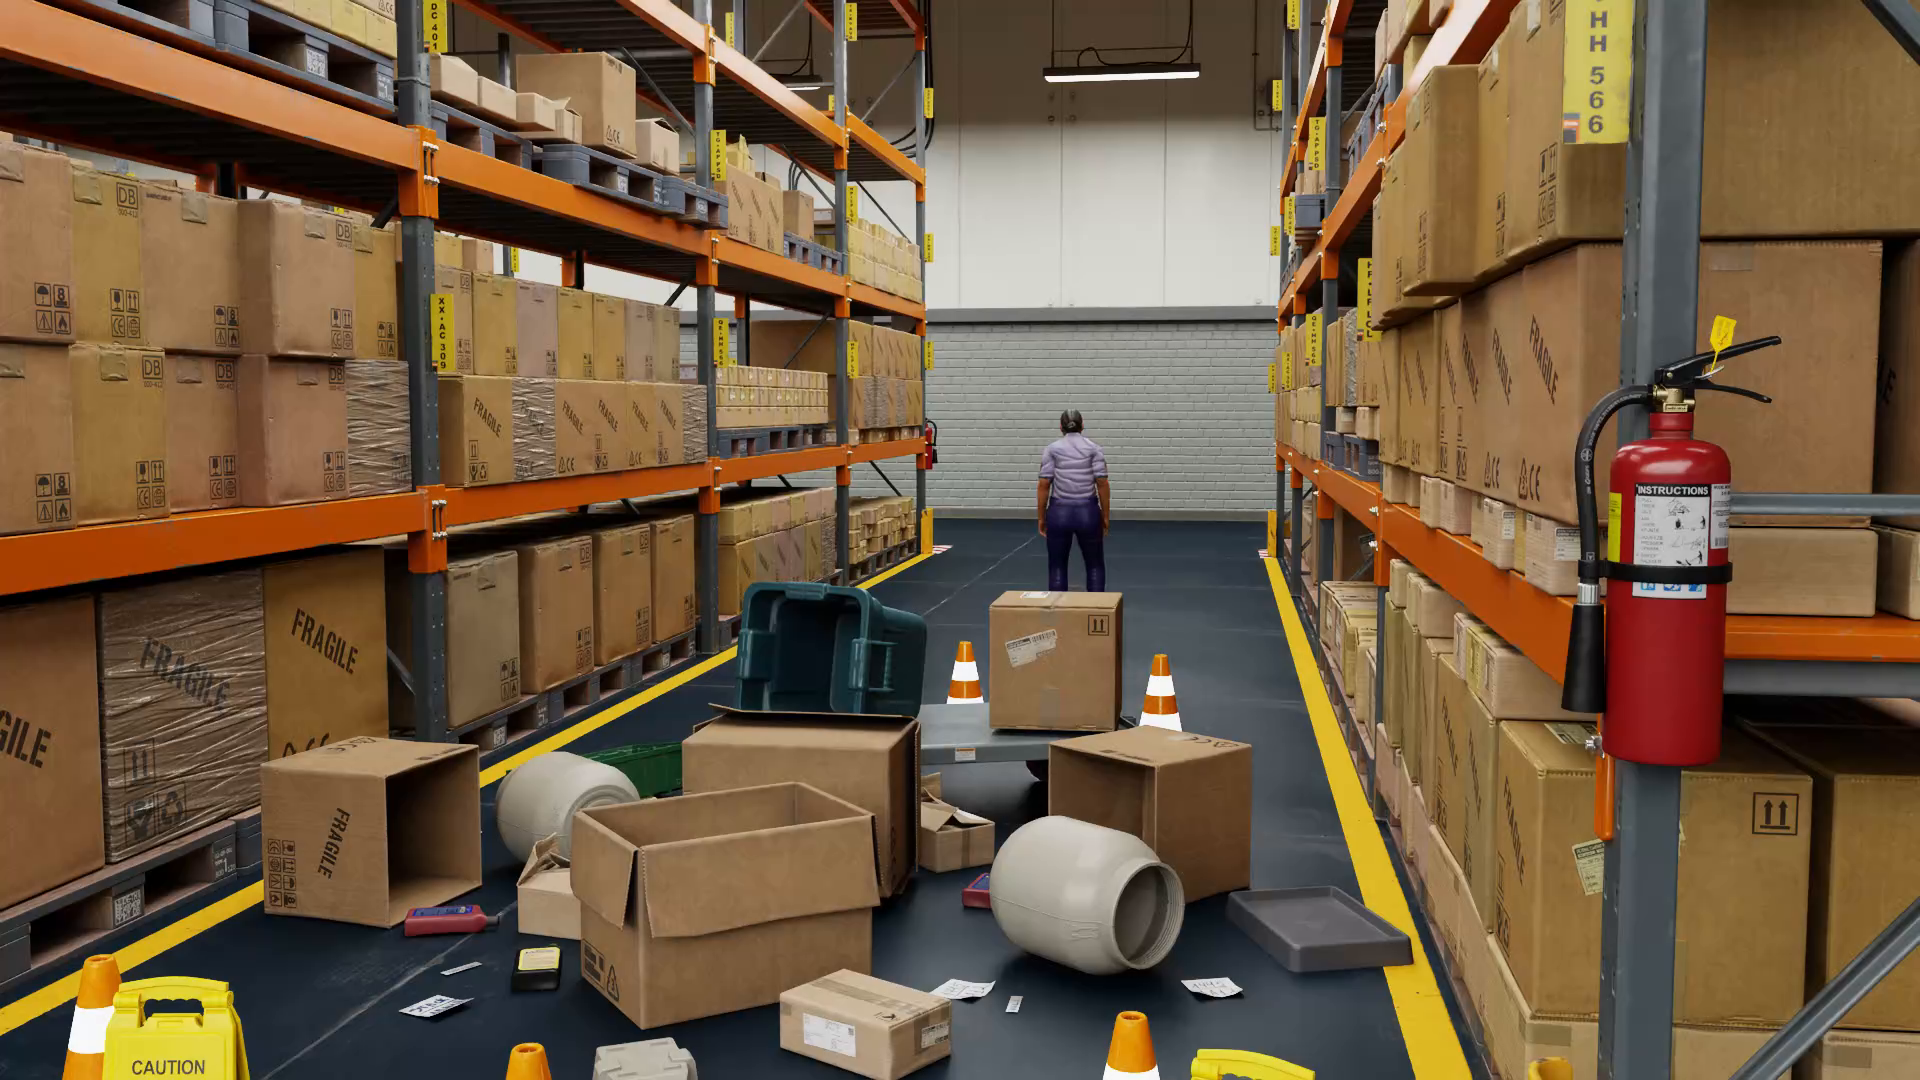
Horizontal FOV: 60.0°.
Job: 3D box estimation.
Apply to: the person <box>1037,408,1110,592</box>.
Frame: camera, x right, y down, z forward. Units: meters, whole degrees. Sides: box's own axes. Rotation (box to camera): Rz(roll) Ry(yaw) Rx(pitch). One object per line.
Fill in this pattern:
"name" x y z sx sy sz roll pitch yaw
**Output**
"person" 0.848 -0.139 12.189 0.564 1.651 0.376 0 5 5
